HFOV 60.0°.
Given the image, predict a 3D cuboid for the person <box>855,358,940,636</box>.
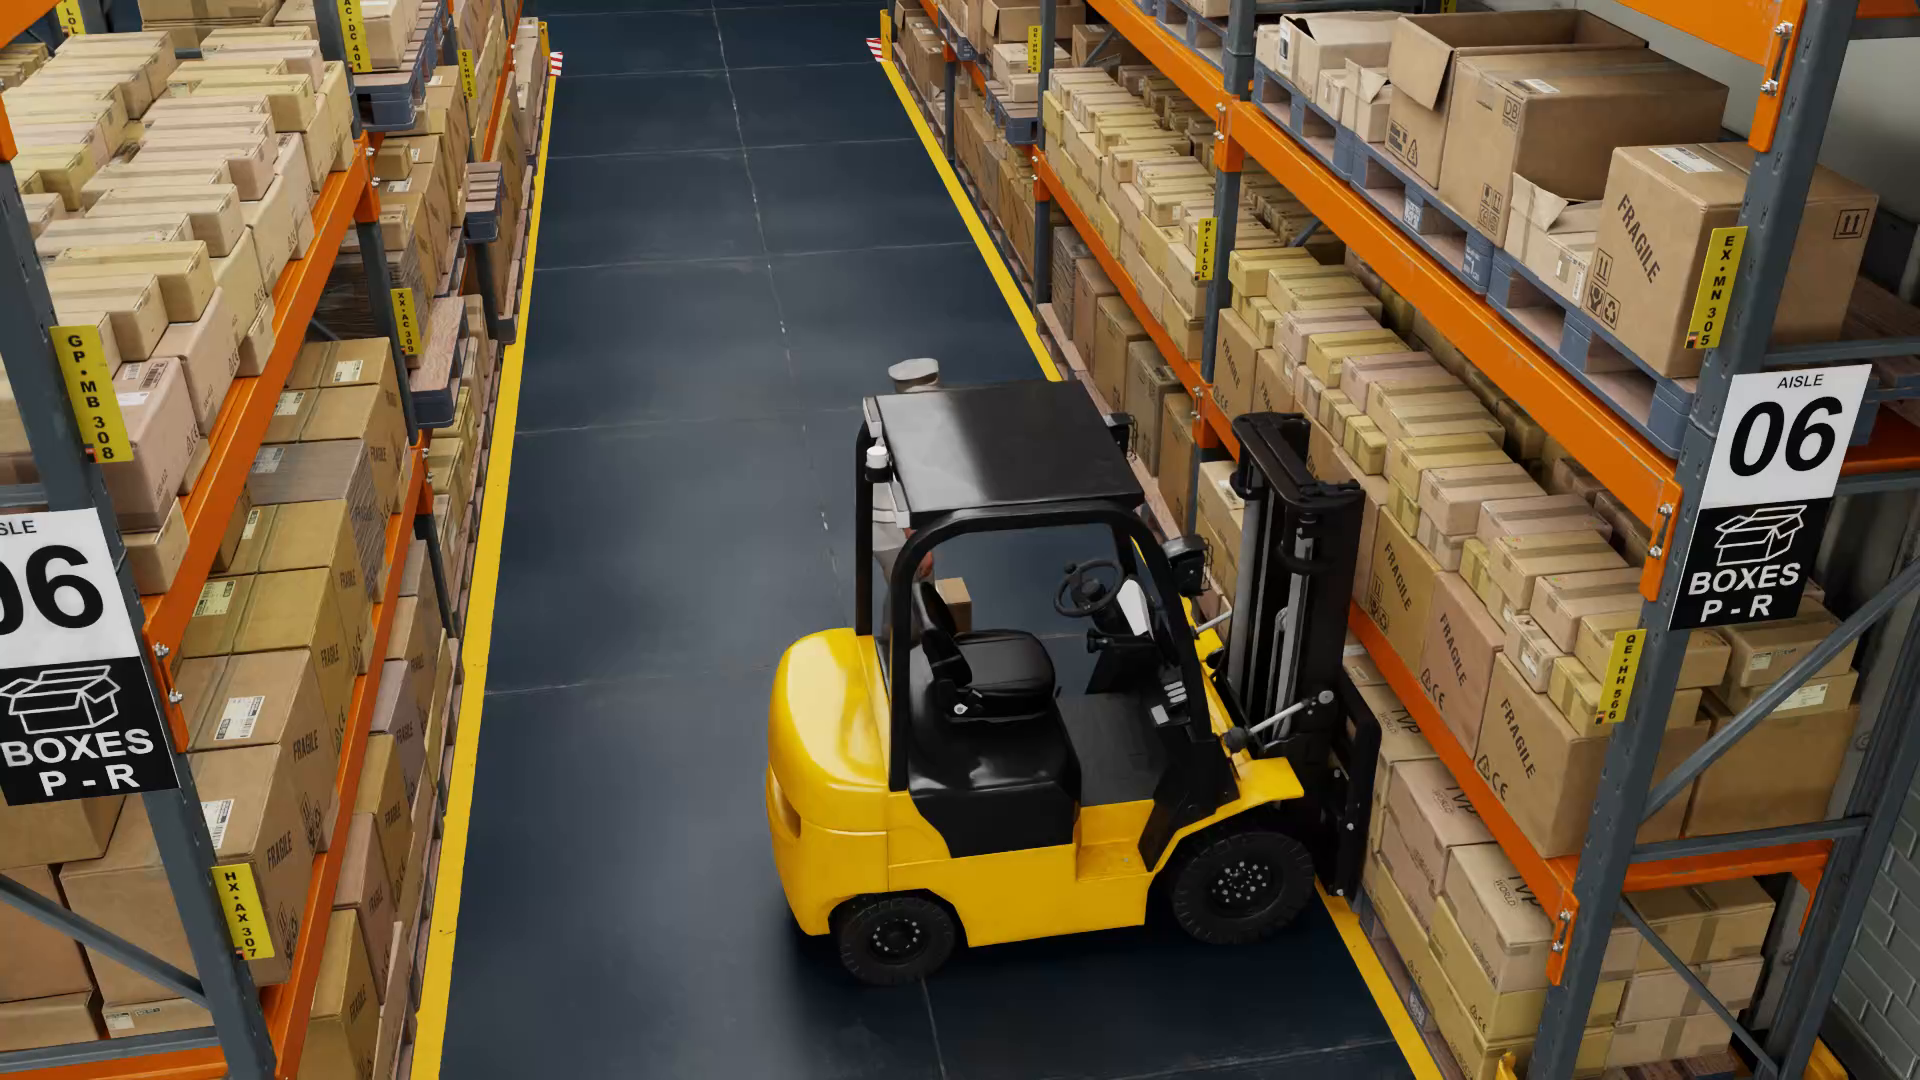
[{"bbox_3d":[-0.285,-0.053,8.221,0.436,1.747,0.599,-7,31,-12],"label":"person"}]
